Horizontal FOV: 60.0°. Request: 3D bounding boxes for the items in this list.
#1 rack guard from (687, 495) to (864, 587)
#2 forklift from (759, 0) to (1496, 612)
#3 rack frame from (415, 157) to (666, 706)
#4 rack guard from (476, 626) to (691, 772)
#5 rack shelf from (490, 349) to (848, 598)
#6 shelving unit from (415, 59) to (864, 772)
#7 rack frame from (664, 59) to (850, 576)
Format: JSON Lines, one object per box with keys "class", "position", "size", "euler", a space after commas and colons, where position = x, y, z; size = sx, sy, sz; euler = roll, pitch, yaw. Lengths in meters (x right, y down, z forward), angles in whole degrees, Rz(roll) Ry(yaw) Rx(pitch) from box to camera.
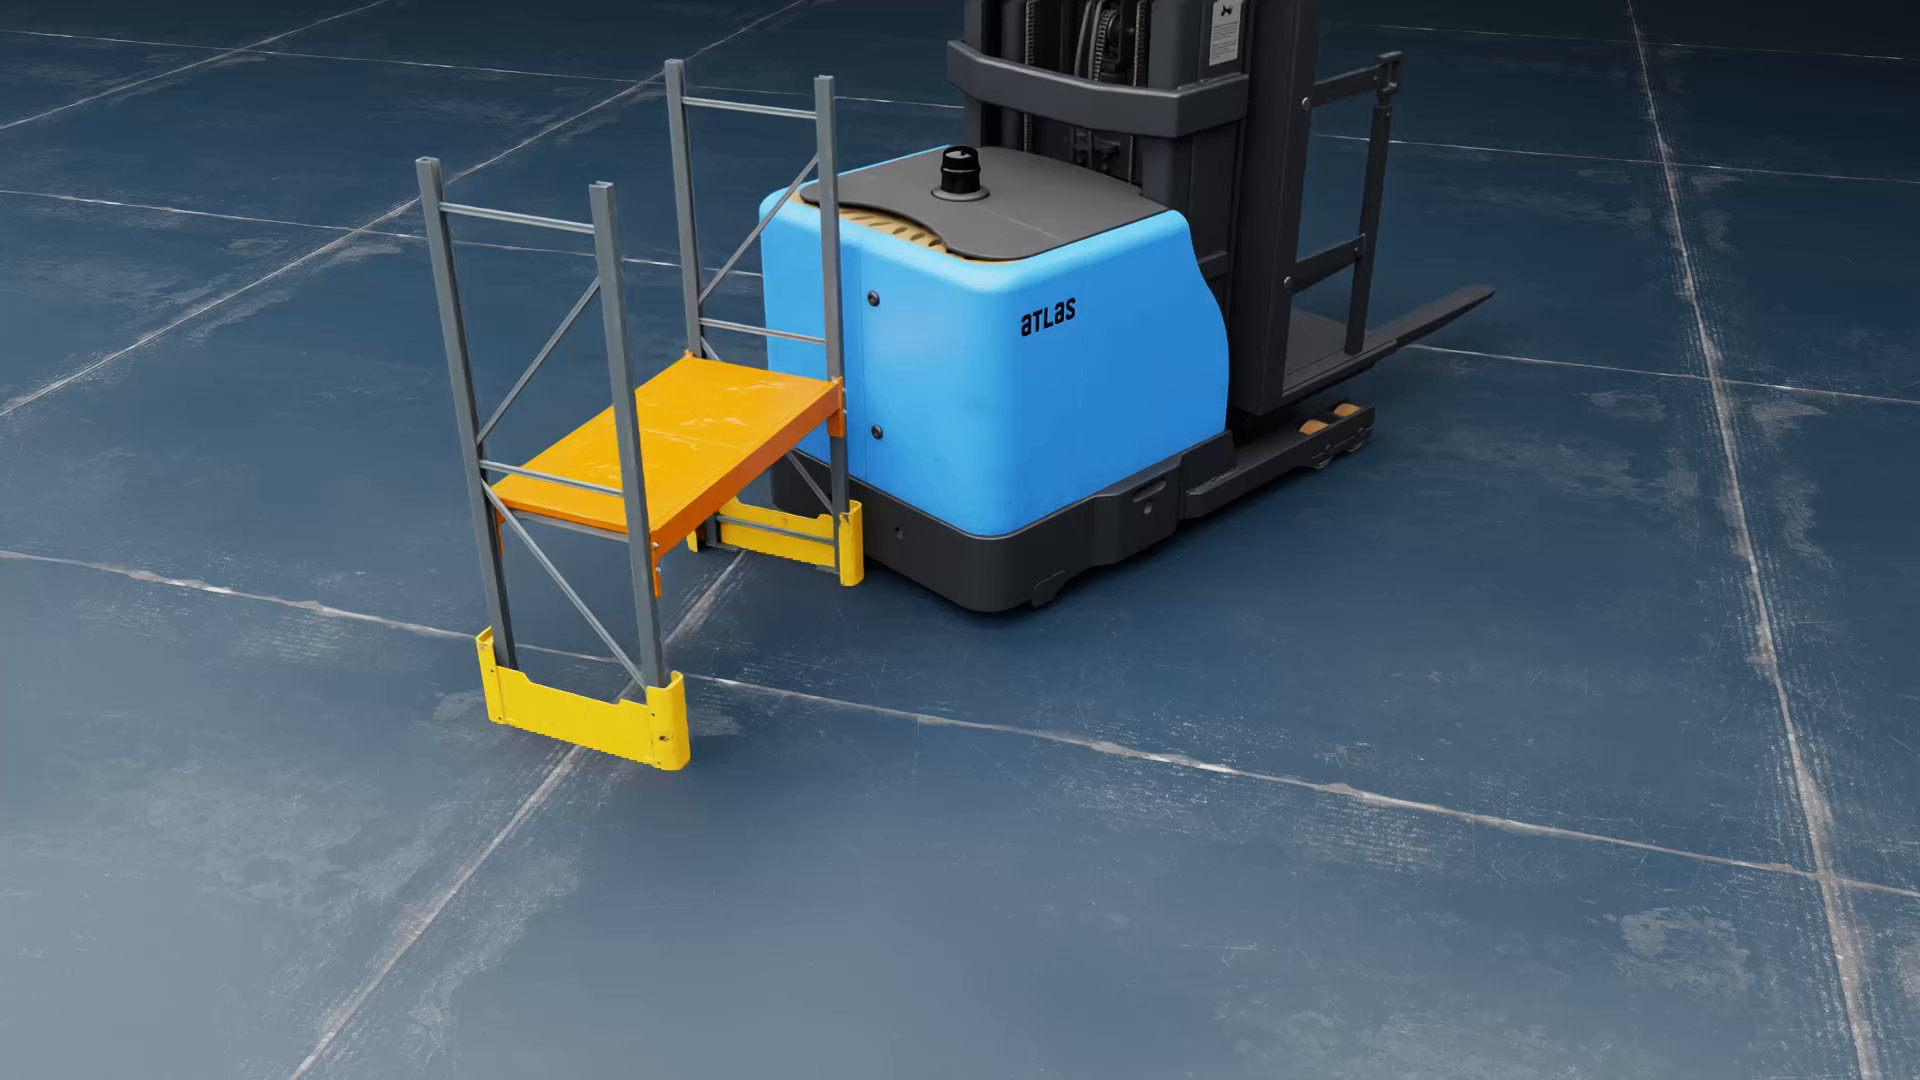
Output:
{"class": "rack guard", "position": [-0.571, -0.040, 5.065], "size": [0.587, 0.250, 0.087], "euler": [12, 31, 20]}
{"class": "forklift", "position": [0.803, -1.685, 5.264], "size": [3.031, 2.935, 1.130], "euler": [-25, 38, -37]}
{"class": "rack frame", "position": [-0.968, -0.141, 3.961], "size": [0.500, 1.500, 0.032], "euler": [12, 31, 20]}
{"class": "rack guard", "position": [-0.968, 0.404, 4.266], "size": [0.587, 0.250, 0.087], "euler": [12, 31, 20]}
{"class": "rack shelf", "position": [-0.766, -0.211, 4.456], "size": [0.538, 0.185, 1.000], "euler": [12, 31, 20]}
{"class": "shelving unit", "position": [-0.769, -0.364, 4.362], "size": [0.587, 1.500, 1.083], "euler": [12, 31, 20]}
{"class": "rack frame", "position": [-0.563, -0.595, 4.776], "size": [0.500, 1.500, 0.032], "euler": [12, 31, 20]}
